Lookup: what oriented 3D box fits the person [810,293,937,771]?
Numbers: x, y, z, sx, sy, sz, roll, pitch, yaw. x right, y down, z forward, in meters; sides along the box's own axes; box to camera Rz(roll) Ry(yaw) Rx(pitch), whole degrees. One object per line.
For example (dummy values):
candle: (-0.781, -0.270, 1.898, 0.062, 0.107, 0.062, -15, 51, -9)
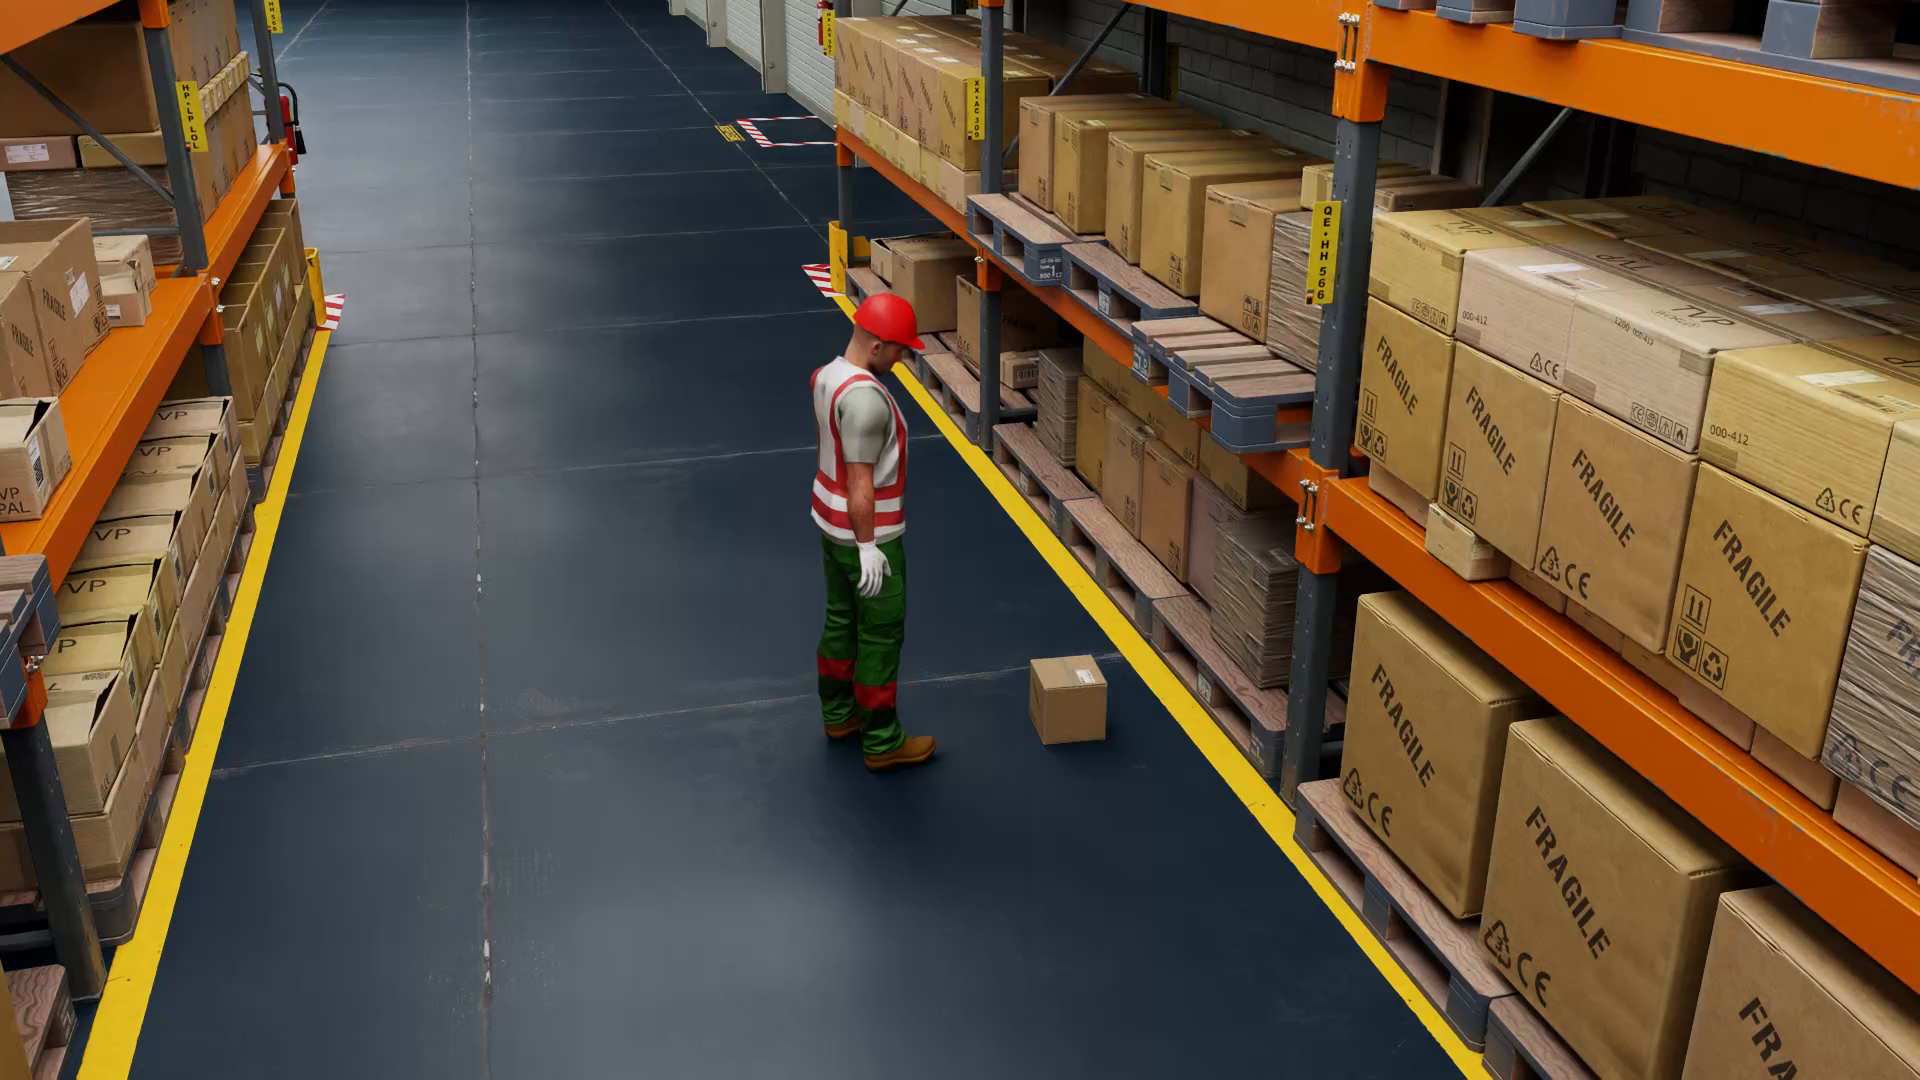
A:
person: (-0.324, -0.033, 6.104, 0.417, 1.771, 0.593, -9, 24, -20)
